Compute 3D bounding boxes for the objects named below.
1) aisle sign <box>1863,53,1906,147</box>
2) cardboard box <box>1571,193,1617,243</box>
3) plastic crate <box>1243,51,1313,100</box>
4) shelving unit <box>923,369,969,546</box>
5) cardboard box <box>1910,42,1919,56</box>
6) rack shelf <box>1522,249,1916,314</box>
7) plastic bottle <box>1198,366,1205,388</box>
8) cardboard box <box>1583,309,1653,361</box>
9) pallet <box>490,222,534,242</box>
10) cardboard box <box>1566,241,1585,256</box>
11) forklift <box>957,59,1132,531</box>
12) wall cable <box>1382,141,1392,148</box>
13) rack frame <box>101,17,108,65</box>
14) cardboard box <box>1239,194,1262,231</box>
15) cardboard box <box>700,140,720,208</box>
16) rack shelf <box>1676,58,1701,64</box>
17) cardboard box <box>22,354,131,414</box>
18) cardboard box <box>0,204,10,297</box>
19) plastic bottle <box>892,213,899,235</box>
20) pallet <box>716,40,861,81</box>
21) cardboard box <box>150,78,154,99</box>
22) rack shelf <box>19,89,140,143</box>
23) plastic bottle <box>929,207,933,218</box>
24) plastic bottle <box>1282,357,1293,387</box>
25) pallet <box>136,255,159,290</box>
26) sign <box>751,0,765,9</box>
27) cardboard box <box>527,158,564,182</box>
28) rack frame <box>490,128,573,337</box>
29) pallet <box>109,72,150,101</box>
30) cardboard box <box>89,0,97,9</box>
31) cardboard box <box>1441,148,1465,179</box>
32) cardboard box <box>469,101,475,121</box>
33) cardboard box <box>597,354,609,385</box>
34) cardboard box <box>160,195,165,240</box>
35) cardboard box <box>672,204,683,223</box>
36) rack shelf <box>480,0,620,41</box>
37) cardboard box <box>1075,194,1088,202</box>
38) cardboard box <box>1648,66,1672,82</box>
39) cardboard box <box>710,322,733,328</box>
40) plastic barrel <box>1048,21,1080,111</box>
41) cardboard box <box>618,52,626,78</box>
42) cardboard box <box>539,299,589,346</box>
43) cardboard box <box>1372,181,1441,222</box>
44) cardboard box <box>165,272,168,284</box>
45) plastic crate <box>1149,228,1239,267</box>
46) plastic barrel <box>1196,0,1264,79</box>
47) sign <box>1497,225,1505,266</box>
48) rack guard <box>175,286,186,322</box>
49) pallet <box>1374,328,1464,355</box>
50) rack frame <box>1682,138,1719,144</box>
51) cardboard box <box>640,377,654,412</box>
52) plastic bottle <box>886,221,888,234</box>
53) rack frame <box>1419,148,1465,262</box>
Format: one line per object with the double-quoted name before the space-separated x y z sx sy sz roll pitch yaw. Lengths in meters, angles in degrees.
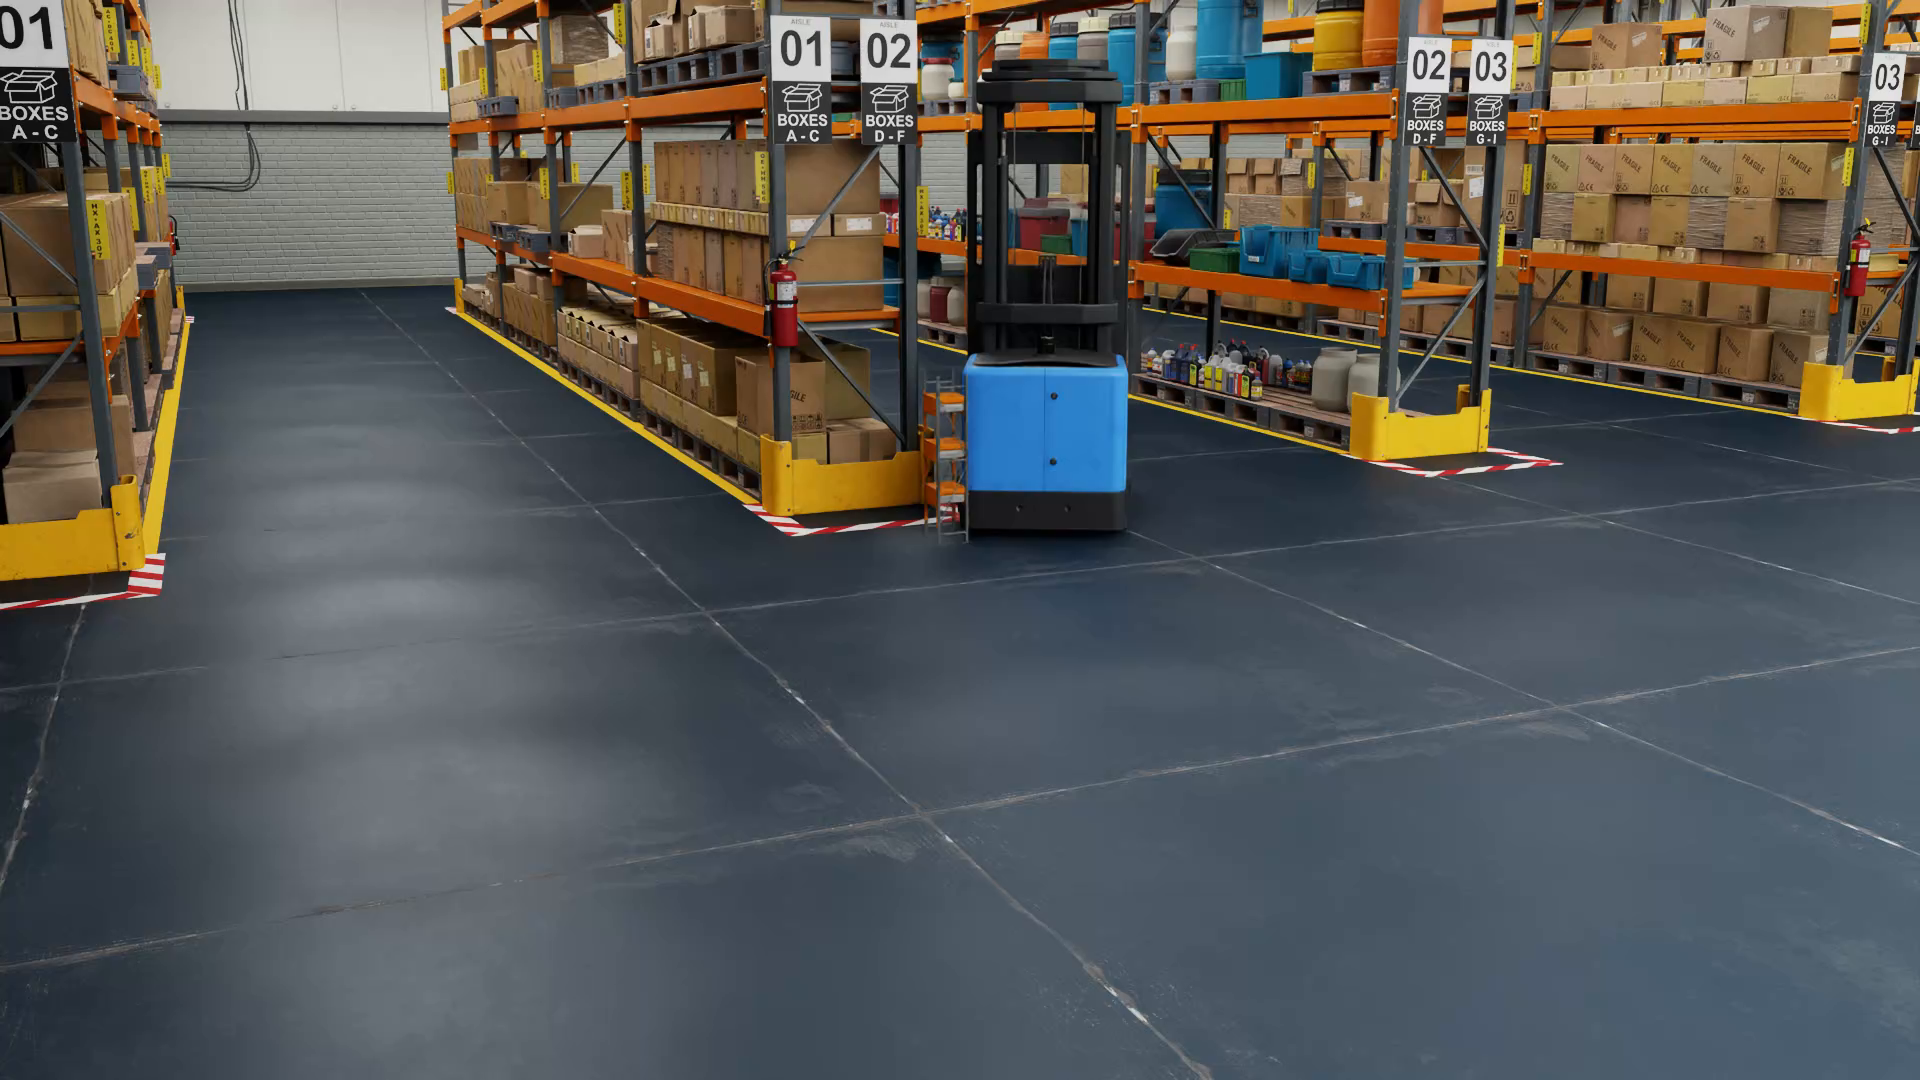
"aisle sign" 8.059 -3.828 14.492 0.394 0.787 0.004 -6 14 -23
"cardboard box" 6.999 -3.416 17.597 0.875 0.500 0.500 -6 14 -23
"plastic crate" 2.732 -3.974 14.273 0.392 0.384 0.575 -6 14 -23
"shelving unit" -0.086 -0.509 10.237 0.215 1.050 0.252 -5 14 -19
"cardboard box" 11.230 -5.677 19.230 0.380 0.149 0.250 -6 14 -23
"rack shelf" 7.508 -2.664 16.824 1.077 0.370 4.000 -6 14 -23
"plastic bottle" 2.280 -1.528 15.548 0.097 0.201 0.097 0 13 0
"cardboard box" 7.067 -2.211 17.882 0.500 0.500 0.500 -1 13 -5
"pallet" -5.356 -3.918 21.072 1.003 0.211 1.213 -6 14 -23
"cardboard box" 6.731 -3.132 17.807 0.380 0.149 0.250 -6 14 -23
"forklift" 0.607 -1.762 11.482 1.130 2.935 3.031 1 13 3
"wall cable" 9.995 -8.590 38.581 0.588 1.984 0.122 -6 14 -23
"rack frame" -6.908 -5.008 12.052 1.000 3.000 0.127 -6 14 -23
"cardboard box" 4.275 -4.593 23.341 0.500 0.500 0.500 -6 14 -25
"cardboard box" -1.584 -2.812 12.770 0.700 0.500 0.500 -6 14 -23
"rack shelf" 11.782 -8.766 30.772 1.077 0.370 4.000 -6 14 -23
"cardboard box" -7.219 -1.233 13.612 0.700 0.500 0.500 -5 14 -21
"cardboard box" -5.690 -1.639 9.426 0.500 0.500 0.500 -6 14 -24
"plastic bottle" -0.828 -4.251 22.362 0.152 0.276 0.135 -6 14 -23
"pallet" -1.028 -3.274 11.408 1.003 0.211 1.213 -6 14 -23
"cardboard box" -10.756 -5.865 21.584 0.500 0.250 0.500 -6 14 -25
"rack shelf" -7.710 -3.610 14.257 1.077 0.370 4.000 -6 14 -23
"plastic bottle" -0.426 -4.398 22.828 0.144 0.351 0.185 -6 14 -23
"plastic bottle" 3.072 -1.575 15.599 0.097 0.271 0.097 0 13 0
"pallet" -7.081 -2.163 13.489 1.003 0.211 1.213 -6 14 -23
"sign" -1.272 -3.515 10.466 0.100 0.325 0.005 -6 14 -23
"cardboard box" -5.507 -4.845 22.213 0.500 0.500 0.500 -5 14 -21
"rack frame" -5.576 -4.187 21.807 1.000 3.000 0.127 -6 14 -23
"pallet" -7.476 -3.807 13.929 1.213 0.211 1.003 -6 14 -23
"cardboard box" -6.011 -3.794 10.976 0.500 0.500 0.500 -6 14 -25
"cardboard box" 8.130 -6.304 27.855 0.500 0.500 0.500 -5 14 -22
"cardboard box" -6.413 -5.858 22.709 0.500 0.250 0.500 -6 14 -23
"cardboard box" -3.209 -1.669 16.094 0.500 0.250 0.500 -5 14 -22
"cardboard box" -10.603 -4.149 20.981 0.980 0.700 0.700 -6 14 -24
"cardboard box" -2.129 -2.666 13.578 0.380 0.149 0.250 -6 14 -23
"rack shelf" -4.775 -6.151 19.471 1.077 0.370 4.000 -6 14 -23
"cardboard box" 2.257 -5.644 27.778 0.500 0.250 0.500 -6 14 -25
"cardboard box" 7.112 -4.649 16.602 0.380 0.149 0.250 -6 14 -24
"cardboard box" -1.795 -1.584 14.064 0.500 0.500 0.500 -6 14 -23
"plastic barrel" 1.242 -5.042 17.737 0.600 0.901 0.708 -6 14 -23
"cardboard box" -2.832 -4.368 15.340 0.500 0.250 0.500 -7 15 -28
"cardboard box" -4.563 -2.529 19.212 0.500 0.500 0.500 -5 14 -21
"cardboard box" 5.673 -4.293 21.114 0.700 0.500 0.500 -3 13 -15
"cardboard box" -10.498 -3.400 21.582 0.380 0.149 0.250 -6 14 -25
"plastic crate" 2.262 -2.831 16.085 0.767 0.338 0.504 -6 14 -23
"plastic barrel" 2.470 -4.675 15.223 0.600 0.901 0.708 -6 14 -23
"sign" 4.277 -2.338 13.204 0.100 0.325 0.005 -6 14 -23
"rack guard" -11.725 -3.352 23.744 1.175 0.500 0.348 -6 14 -23
"pallet" 5.901 -2.482 20.628 1.003 0.211 1.213 -6 14 -23
"rack frame" 15.527 -7.251 35.048 1.000 3.000 0.127 -6 14 -23
"cardboard box" -2.463 -1.276 14.396 0.500 0.250 0.500 -6 14 -23
"plastic bottle" -0.953 -4.264 22.582 0.097 0.201 0.097 0 13 0
"rack frame" 8.088 -5.508 27.515 1.000 3.000 0.127 -6 14 -23
